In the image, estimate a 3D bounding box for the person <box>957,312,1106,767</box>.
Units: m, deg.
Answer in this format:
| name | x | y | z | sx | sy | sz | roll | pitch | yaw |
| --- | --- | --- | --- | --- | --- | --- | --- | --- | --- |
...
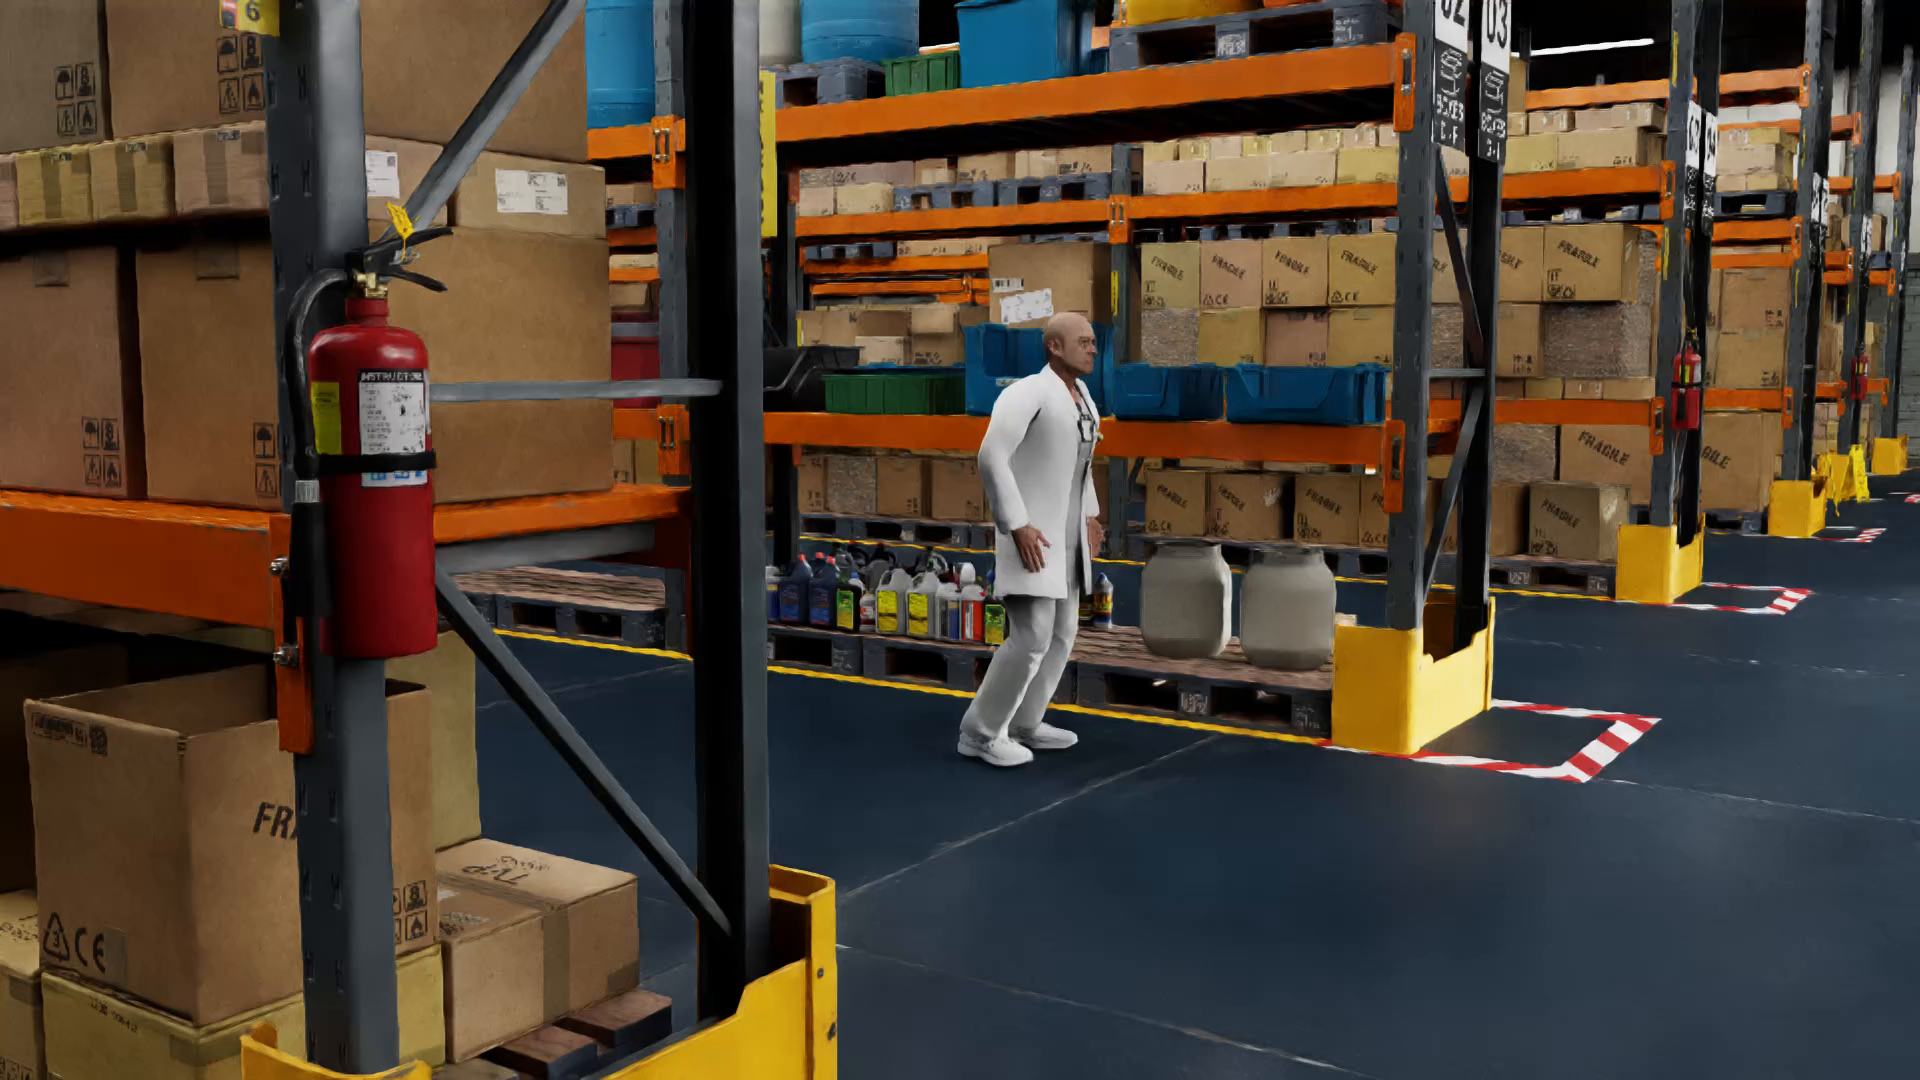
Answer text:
| name | x | y | z | sx | sy | sz | roll | pitch | yaw |
| --- | --- | --- | --- | --- | --- | --- | --- | --- | --- |
| person | 0.296 | -0.004 | 6.517 | 0.520 | 1.721 | 0.725 | 4 | 7 | 33 |
